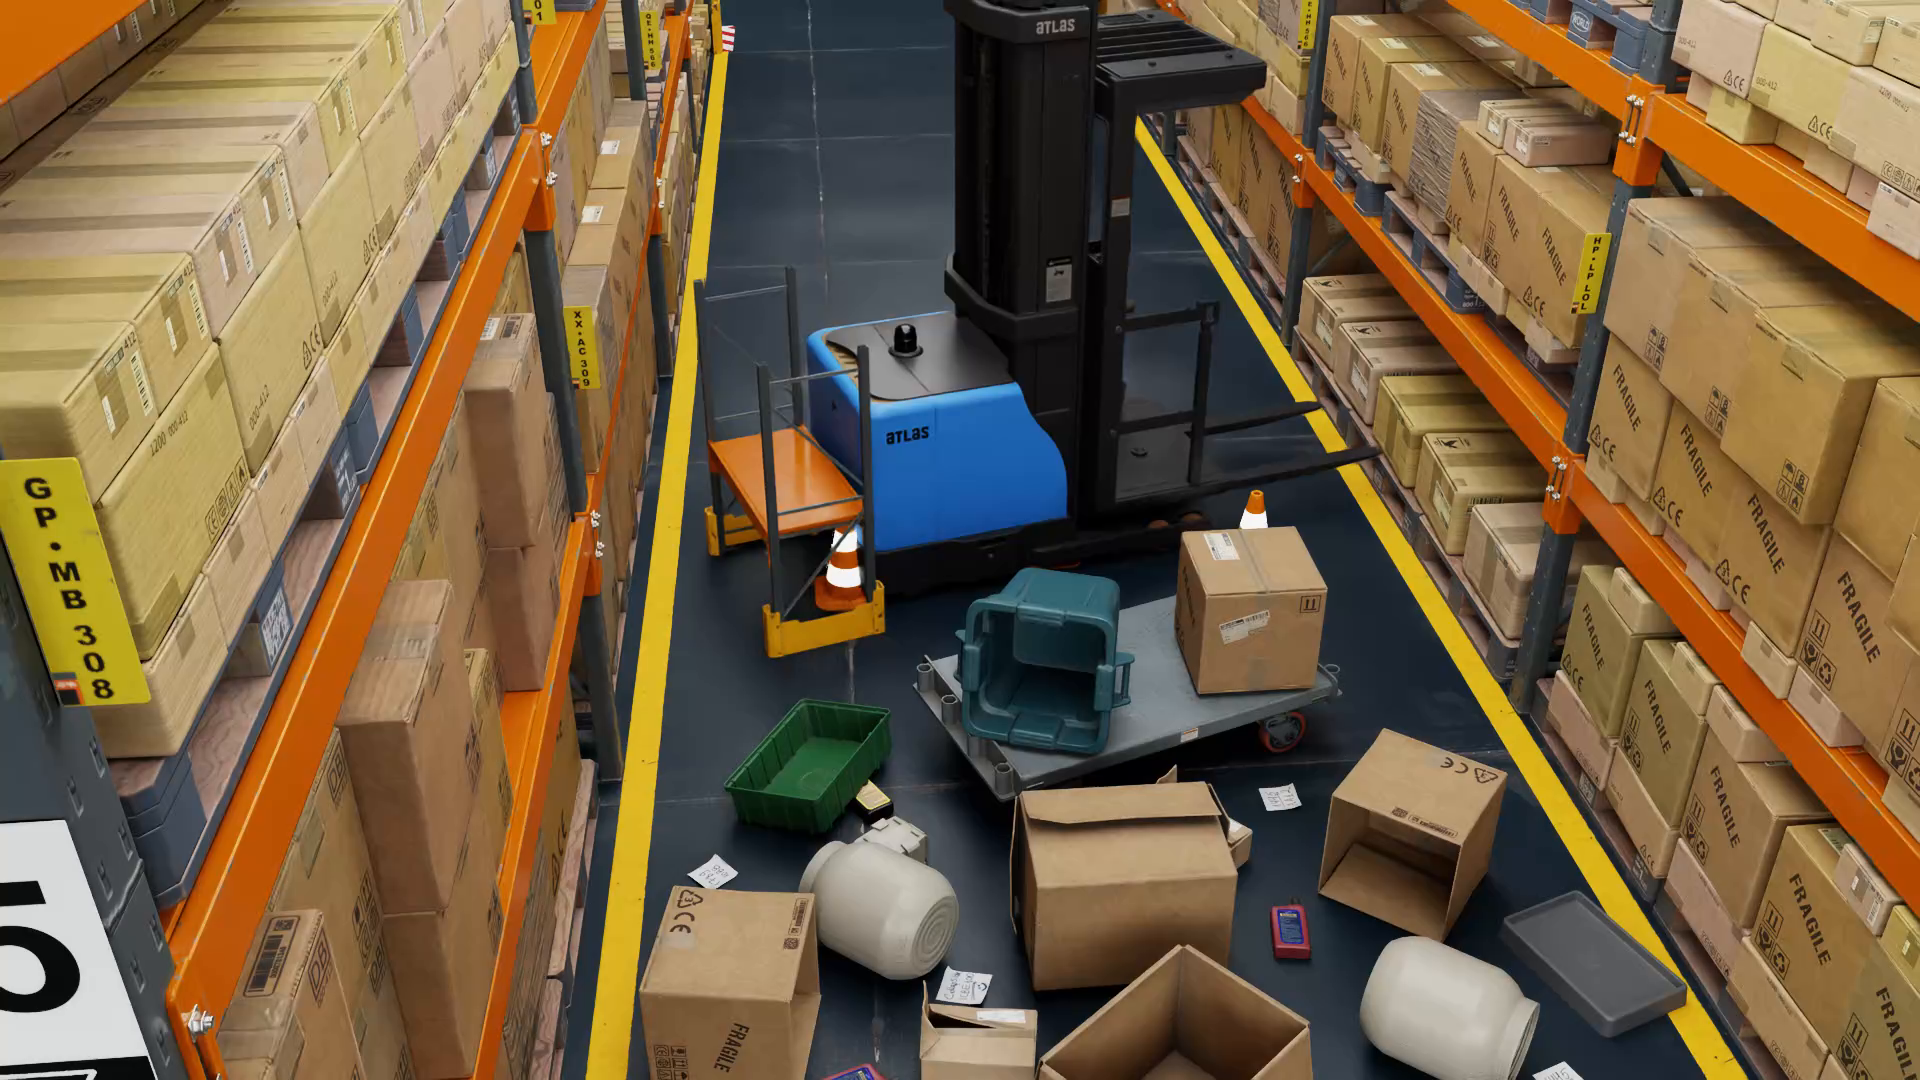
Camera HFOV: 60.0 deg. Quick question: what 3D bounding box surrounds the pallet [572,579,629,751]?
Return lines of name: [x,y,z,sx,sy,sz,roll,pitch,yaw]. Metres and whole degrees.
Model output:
pallet: [-2.081,0.539,7.643,1.003,0.211,1.213,-3,31,-5]

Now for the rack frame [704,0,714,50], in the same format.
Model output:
rack frame: [-3.055,-6.395,16.531,1.000,3.000,0.127,-3,31,-5]

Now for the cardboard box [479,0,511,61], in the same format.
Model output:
cardboard box: [-1.632,-1.604,4.934,0.500,0.250,0.500,-3,31,-5]

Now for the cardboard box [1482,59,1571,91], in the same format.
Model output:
cardboard box: [3.038,-2.210,8.728,0.500,0.500,0.500,-5,31,-8]

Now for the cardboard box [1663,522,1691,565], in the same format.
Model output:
cardboard box: [2.826,-0.012,6.090,0.380,0.149,0.250,-3,31,-5]

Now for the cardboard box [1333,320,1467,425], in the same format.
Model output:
cardboard box: [2.731,-0.986,9.629,0.950,0.372,0.625,-3,31,-6]

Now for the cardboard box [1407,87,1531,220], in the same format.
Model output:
cardboard box: [2.574,-1.917,8.237,0.500,0.500,0.500,-4,31,-6]

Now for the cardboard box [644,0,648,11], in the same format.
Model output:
cardboard box: [-2.282,-3.555,11.031,0.380,0.149,0.250,-2,31,-3]

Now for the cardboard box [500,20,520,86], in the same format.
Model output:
cardboard box: [-1.581,-1.501,5.150,0.380,0.149,0.250,-3,31,-5]

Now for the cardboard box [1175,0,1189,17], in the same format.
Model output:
cardboard box: [2.016,-4.340,13.237,0.500,0.250,0.500,-3,31,-6]

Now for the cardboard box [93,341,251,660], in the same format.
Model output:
cardboard box: [-1.350,-0.059,2.348,0.500,0.250,0.500,-3,31,-5]

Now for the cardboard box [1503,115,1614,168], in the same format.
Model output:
cardboard box: [2.640,-1.763,7.346,0.380,0.149,0.250,-4,31,-6]

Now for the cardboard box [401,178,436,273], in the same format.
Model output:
cardboard box: [-1.438,-0.722,3.846,0.380,0.149,0.250,-3,31,-5]

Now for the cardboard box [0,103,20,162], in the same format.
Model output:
cardboard box: [-2.048,-0.776,3.160,0.380,0.149,0.250,-3,31,-5]

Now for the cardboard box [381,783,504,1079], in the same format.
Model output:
cardboard box: [-1.640,0.951,4.087,0.875,0.550,0.550,-3,31,-5]

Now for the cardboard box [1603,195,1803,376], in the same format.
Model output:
cardboard box: [2.810,-0.922,6.006,0.700,0.500,0.500,-3,31,-5]

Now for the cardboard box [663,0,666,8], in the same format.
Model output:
cardboard box: [-2.422,-4.099,12.523,0.380,0.149,0.250,-3,31,-4]

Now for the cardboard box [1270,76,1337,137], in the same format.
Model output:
cardboard box: [2.306,-2.781,10.626,0.500,0.250,0.500,-4,31,-6]

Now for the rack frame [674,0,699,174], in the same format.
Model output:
rack frame: [-2.681,-4.353,13.112,1.000,3.000,0.127,-3,31,-5]

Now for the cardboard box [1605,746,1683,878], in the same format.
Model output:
cardboard box: [2.833,1.029,6.373,0.500,0.250,0.500,-1,31,-2]

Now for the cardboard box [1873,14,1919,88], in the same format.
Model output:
cardboard box: [2.830,-1.377,4.672,0.380,0.149,0.250,-4,31,-6]

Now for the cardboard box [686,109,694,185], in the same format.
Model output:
cardboard box: [-2.361,-3.094,13.033,0.500,0.500,0.500,-3,31,-6]

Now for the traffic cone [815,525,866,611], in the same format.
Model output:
traffic cone: [-0.556,0.064,8.192,0.336,0.463,0.334,-3,31,-5]

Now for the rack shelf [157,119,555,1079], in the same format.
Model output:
rack shelf: [-1.747,-0.226,3.980,1.077,0.370,4.000,-3,31,-5]

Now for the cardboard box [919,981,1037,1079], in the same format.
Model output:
cardboard box: [0.060,1.695,5.654,0.396,0.266,0.258,2,31,4]

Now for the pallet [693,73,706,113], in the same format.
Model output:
pallet: [-2.896,-4.121,15.444,1.003,0.211,1.213,-3,31,-5]

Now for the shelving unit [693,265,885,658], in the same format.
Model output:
shelving unit: [-0.836,-0.397,7.952,0.587,1.500,1.083,-12,33,-20]

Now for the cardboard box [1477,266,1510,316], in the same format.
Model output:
cardboard box: [2.595,-1.144,7.576,0.380,0.149,0.250,-3,31,-5]

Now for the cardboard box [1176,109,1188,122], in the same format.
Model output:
cardboard box: [2.286,-4.047,14.690,0.875,0.438,0.875,-3,31,-5]

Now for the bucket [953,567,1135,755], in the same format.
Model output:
bucket: [0.374,0.444,6.792,0.726,0.611,0.620,8,22,13]

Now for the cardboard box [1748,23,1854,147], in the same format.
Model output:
cardboard box: [2.811,-1.407,5.112,0.500,0.250,0.500,-3,31,-5]

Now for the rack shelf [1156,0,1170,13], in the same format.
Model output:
rack shelf: [2.051,-5.354,15.489,1.077,0.370,4.000,-3,31,-5]

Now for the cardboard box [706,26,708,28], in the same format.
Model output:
cardboard box: [-2.722,-5.223,16.650,0.380,0.149,0.250,-4,31,-6]

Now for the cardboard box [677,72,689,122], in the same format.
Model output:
cardboard box: [-2.360,-3.414,12.837,0.500,0.250,0.500,-4,31,-6]

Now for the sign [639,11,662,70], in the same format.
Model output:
sign: [-1.755,-2.836,9.443,0.100,0.325,0.005,-3,31,-5]

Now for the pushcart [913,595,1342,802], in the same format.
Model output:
pushcart: [0.720,0.703,7.204,1.648,0.377,0.936,-14,33,-22]

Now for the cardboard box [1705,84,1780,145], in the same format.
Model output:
cardboard box: [2.736,-1.430,5.538,0.380,0.149,0.250,-3,31,-5]

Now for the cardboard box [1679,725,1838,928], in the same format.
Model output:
cardboard box: [2.880,0.973,5.737,0.500,0.500,0.500,-1,31,-2]

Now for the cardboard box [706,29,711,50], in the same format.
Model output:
cardboard box: [-2.673,-4.966,16.510,0.380,0.149,0.250,-2,31,-3]

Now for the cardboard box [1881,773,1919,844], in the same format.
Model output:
cardboard box: [2.922,0.763,4.793,0.380,0.149,0.250,-3,31,-5]

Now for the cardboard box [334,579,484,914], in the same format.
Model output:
cardboard box: [-1.616,0.486,3.812,0.875,0.550,0.550,-3,31,-5]

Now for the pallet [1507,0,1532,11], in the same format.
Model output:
pallet: [2.933,-2.614,7.459,1.213,0.211,1.003,-3,31,-5]

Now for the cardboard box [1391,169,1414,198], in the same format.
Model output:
cardboard box: [2.535,-1.948,8.922,0.380,0.149,0.250,-1,31,-2]

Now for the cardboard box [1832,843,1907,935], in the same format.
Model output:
cardboard box: [2.880,1.041,4.990,0.380,0.149,0.250,-1,31,-2]

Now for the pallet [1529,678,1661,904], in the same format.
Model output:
pallet: [3.083,0.981,6.901,1.003,0.211,1.213,-3,31,-5]

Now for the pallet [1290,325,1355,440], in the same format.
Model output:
pallet: [2.683,-1.003,10.223,1.003,0.211,1.213,-3,31,-5]

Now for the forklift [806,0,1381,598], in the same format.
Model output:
forklift: [0.779,-1.435,8.295,3.031,2.935,1.130,-11,33,-18]

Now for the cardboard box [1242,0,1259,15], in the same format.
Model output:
cardboard box: [2.207,-3.838,11.178,0.500,0.500,0.500,-3,31,-5]

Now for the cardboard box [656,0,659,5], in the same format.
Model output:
cardboard box: [-2.371,-3.958,11.997,0.380,0.149,0.250,-4,31,-6]

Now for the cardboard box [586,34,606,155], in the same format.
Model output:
cardboard box: [-2.227,-2.295,8.594,0.700,0.500,0.500,-3,31,-5]

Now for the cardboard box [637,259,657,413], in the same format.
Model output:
cardboard box: [-2.340,-1.210,9.635,1.050,0.750,0.750,-3,31,-5]

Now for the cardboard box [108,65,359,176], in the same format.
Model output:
cardboard box: [-1.392,-0.806,3.210,0.380,0.149,0.250,-3,31,-5]

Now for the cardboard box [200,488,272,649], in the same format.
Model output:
cardboard box: [-1.297,0.050,2.553,0.380,0.149,0.250,-2,31,-4]

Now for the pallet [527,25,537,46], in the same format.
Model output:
pallet: [-2.069,-1.940,6.334,0.805,0.209,1.217,-4,31,-7]

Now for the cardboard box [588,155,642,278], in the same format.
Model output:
cardboard box: [-1.906,-1.626,8.450,0.500,0.500,0.500,-3,31,-5]

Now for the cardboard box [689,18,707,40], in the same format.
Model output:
cardboard box: [-2.595,-4.822,15.688,0.380,0.149,0.250,-2,31,-3]
